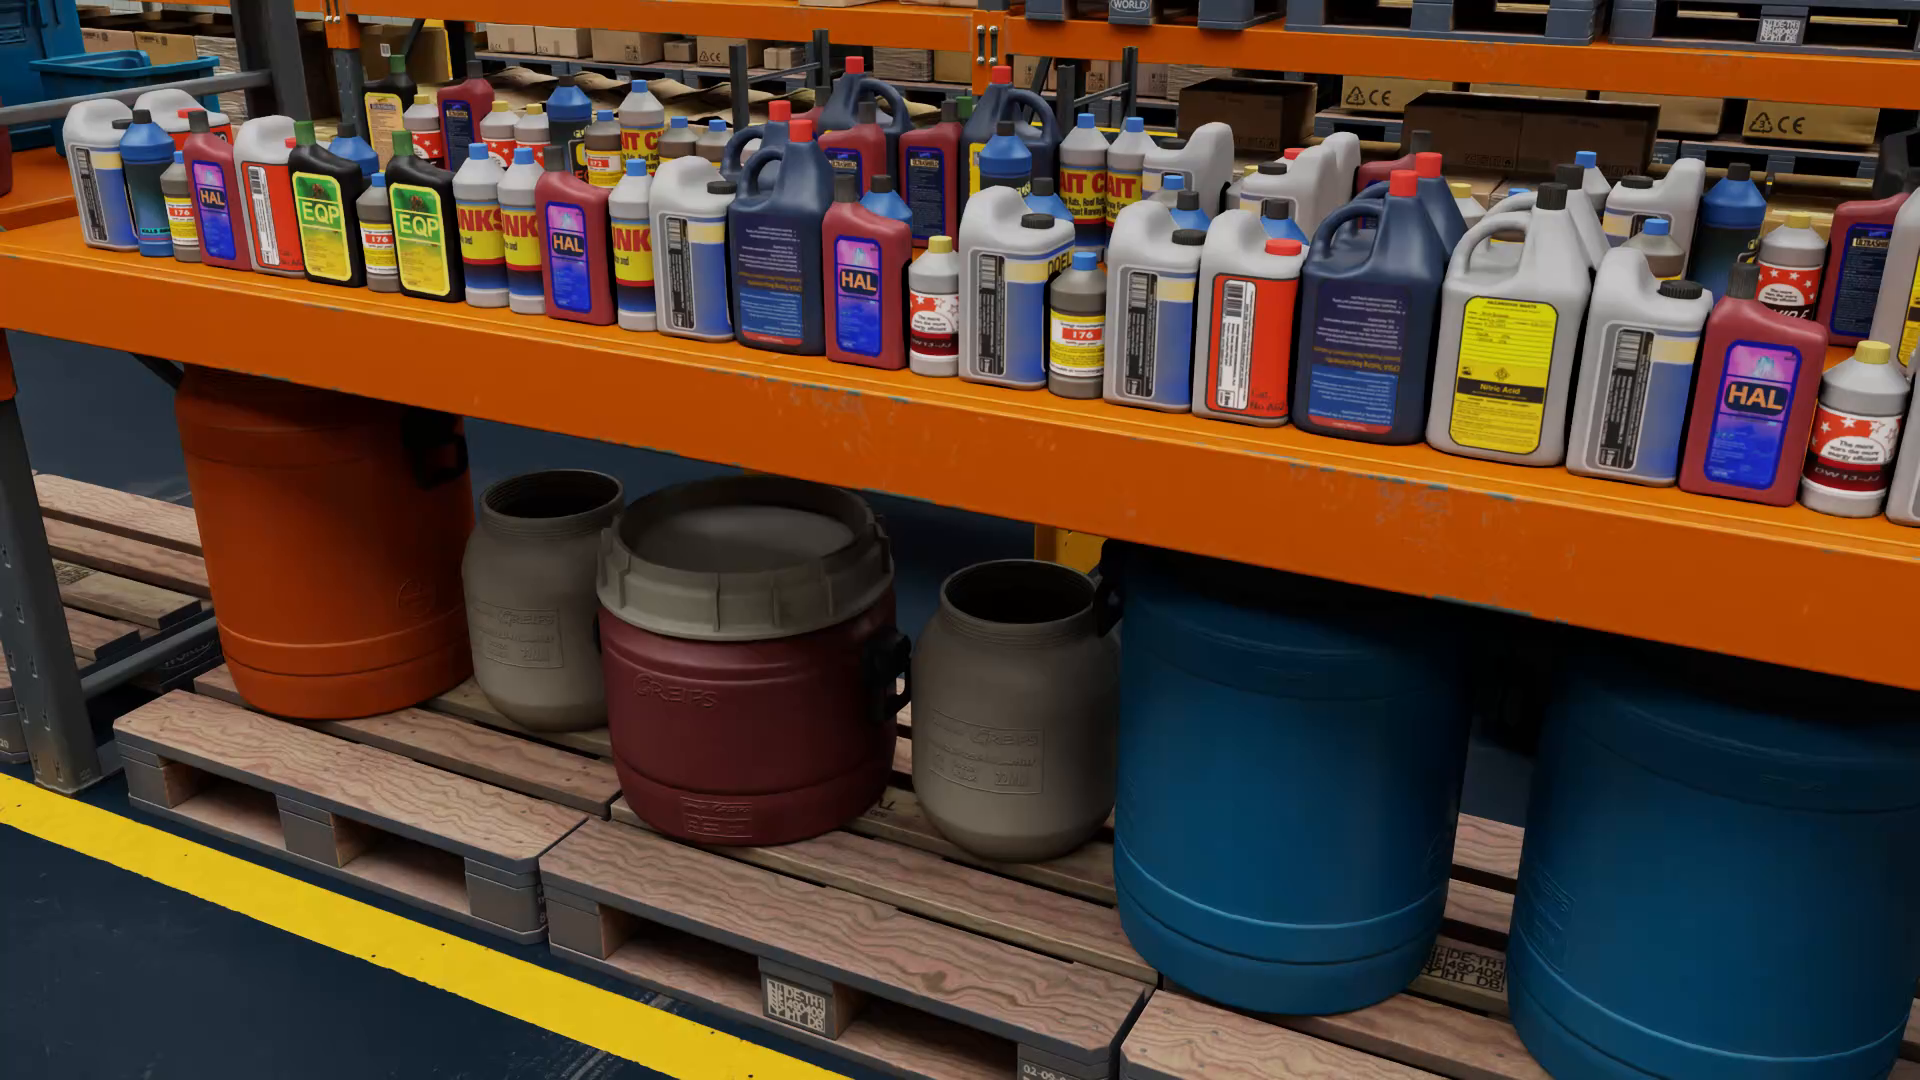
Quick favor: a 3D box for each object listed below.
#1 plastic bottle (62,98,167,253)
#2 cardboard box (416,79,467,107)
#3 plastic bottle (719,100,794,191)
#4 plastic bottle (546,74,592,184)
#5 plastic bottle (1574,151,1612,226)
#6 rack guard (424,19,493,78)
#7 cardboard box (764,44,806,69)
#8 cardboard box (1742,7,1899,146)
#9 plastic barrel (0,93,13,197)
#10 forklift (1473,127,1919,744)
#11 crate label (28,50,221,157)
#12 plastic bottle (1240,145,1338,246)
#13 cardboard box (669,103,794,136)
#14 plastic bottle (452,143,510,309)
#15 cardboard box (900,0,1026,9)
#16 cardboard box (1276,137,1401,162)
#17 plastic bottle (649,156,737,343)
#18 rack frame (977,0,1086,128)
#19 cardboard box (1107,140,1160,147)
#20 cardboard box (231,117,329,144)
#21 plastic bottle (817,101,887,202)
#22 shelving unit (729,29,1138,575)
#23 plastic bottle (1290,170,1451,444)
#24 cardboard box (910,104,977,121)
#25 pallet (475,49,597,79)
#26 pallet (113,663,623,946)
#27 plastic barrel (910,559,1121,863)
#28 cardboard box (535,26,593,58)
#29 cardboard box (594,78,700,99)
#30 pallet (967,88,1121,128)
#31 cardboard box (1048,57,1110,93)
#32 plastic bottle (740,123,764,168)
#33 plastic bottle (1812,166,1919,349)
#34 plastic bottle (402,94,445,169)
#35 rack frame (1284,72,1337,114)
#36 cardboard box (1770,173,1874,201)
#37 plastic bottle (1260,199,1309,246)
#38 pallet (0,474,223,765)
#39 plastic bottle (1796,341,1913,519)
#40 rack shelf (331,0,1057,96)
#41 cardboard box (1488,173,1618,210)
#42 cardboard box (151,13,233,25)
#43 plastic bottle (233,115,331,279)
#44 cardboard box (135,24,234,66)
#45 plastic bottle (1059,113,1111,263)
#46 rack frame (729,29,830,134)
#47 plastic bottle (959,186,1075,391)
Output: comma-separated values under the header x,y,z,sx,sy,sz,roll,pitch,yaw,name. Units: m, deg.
x,y,z,sx,sy,sz,roll,pitch,yaw,name
-1.642,-0.720,3.270,0.135,0.276,0.152,11,25,25,plastic bottle
-2.957,-2.428,9.388,0.500,0.311,0.500,11,26,25,cardboard box
-0.315,-0.557,2.791,0.185,0.351,0.144,11,25,25,plastic bottle
-0.854,-0.883,3.659,0.097,0.271,0.097,0,23,0,plastic bottle
1.029,-0.511,2.783,0.097,0.271,0.097,0,23,0,plastic bottle
-4.484,-4.676,15.606,0.348,0.500,1.175,11,25,25,rack guard
-1.473,-4.116,14.153,0.250,0.166,0.380,8,24,18,cardboard box
5.519,-2.994,10.668,0.750,0.750,0.750,12,26,25,cardboard box
-2.433,-1.006,3.608,0.708,0.536,0.600,11,25,25,plastic barrel
2.801,-0.780,3.339,3.031,2.935,1.130,11,25,24,forklift
-2.089,-1.095,4.206,0.416,0.233,0.303,11,25,25,crate label
0.551,-0.529,2.819,0.135,0.276,0.152,11,25,25,plastic bottle
-1.138,-2.068,8.541,0.500,0.311,0.500,11,25,24,cardboard box
-0.813,-0.542,2.857,0.097,0.271,0.097,0,23,0,plastic bottle
0.051,-2.735,7.961,0.500,0.311,0.500,13,26,28,cardboard box
1.758,-1.574,7.749,0.500,0.500,0.500,10,25,23,cardboard box
-0.404,-0.476,2.694,0.135,0.276,0.152,11,25,25,plastic bottle
0.356,-2.696,7.757,0.127,3.000,1.000,11,25,25,rack frame
0.633,-1.568,7.736,0.500,0.500,0.500,12,26,27,cardboard box
-4.168,-2.428,10.103,0.500,0.250,0.500,11,25,25,cardboard box
-0.209,-0.706,3.226,0.133,0.283,0.061,11,25,25,plastic bottle
-0.068,-0.704,4.988,1.083,1.500,0.587,11,25,25,shelving unit
0.555,-0.319,2.229,0.185,0.351,0.144,11,25,25,plastic bottle
0.021,-2.077,8.562,0.500,0.311,0.500,12,26,26,cardboard box
-3.775,-4.387,15.296,1.213,0.211,1.003,11,25,25,pallet
-1.160,0.441,3.943,1.213,0.211,1.003,11,25,25,pallet
0.114,0.333,3.276,0.421,0.512,0.421,0,23,0,plastic barrel
-3.466,-4.550,14.991,0.500,0.311,0.500,14,27,29,cardboard box
-1.811,-2.438,9.411,0.500,0.311,0.500,11,25,24,cardboard box
0.806,-3.498,13.206,1.213,0.211,1.003,11,25,25,pallet
1.058,-3.797,12.978,0.500,0.500,0.700,11,25,24,cardboard box
-0.420,-0.765,3.470,0.097,0.201,0.097,0,23,0,plastic bottle
1.434,-0.444,2.611,0.133,0.283,0.061,11,25,25,plastic bottle
-1.234,-0.926,3.849,0.097,0.201,0.097,0,23,0,plastic bottle
2.588,-4.427,11.827,0.127,3.000,1.000,11,25,25,rack frame
3.604,-1.213,6.900,0.500,0.500,0.500,10,25,22,cardboard box
0.454,-0.358,2.424,0.097,0.271,0.097,0,23,0,plastic bottle
-2.556,0.166,4.590,1.213,0.211,1.003,11,25,25,pallet
1.074,-0.137,1.992,0.097,0.201,0.097,0,23,0,plastic bottle
-1.429,-2.718,8.728,4.000,0.370,1.077,11,25,25,rack shelf
2.471,-1.208,6.889,0.500,0.500,0.500,12,26,25,cardboard box
-4.826,-3.131,10.798,0.500,0.500,0.500,11,25,25,cardboard box
-1.229,-0.639,3.078,0.135,0.276,0.152,11,25,25,plastic bottle
-4.615,-2.860,10.162,0.500,0.500,0.500,11,25,25,cardboard box
0.235,-0.668,3.152,0.097,0.271,0.097,0,23,0,plastic bottle
-0.530,-0.795,5.203,0.032,1.500,0.500,11,25,25,rack frame
0.087,-0.378,2.465,0.135,0.276,0.152,11,25,25,plastic bottle
